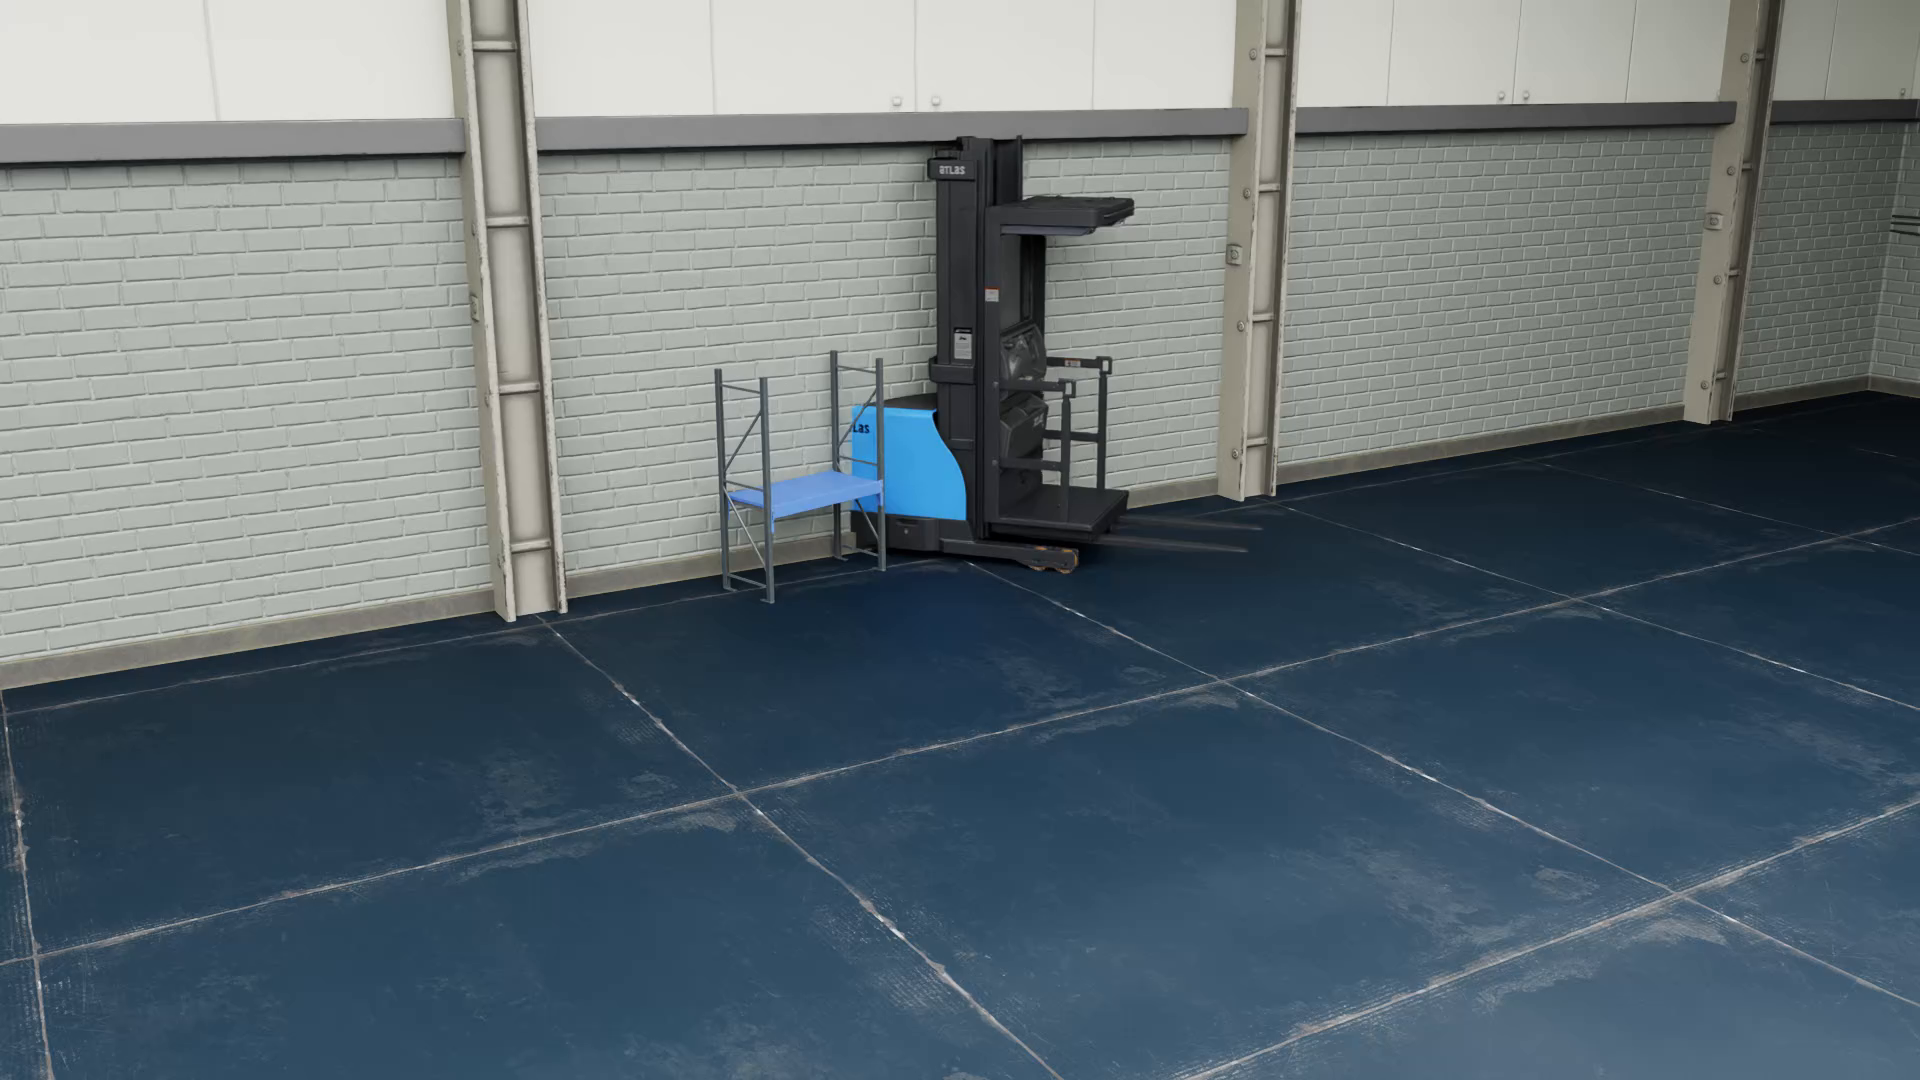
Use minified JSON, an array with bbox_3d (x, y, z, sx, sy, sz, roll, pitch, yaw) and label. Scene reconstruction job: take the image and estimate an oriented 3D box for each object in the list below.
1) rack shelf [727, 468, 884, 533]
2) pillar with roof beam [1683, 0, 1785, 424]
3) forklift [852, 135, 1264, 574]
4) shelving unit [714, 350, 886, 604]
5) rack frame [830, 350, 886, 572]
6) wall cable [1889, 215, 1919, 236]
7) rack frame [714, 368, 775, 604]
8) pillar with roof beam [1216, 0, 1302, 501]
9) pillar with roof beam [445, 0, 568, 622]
[{"bbox_3d":[-1.061,-0.277,11.286,0.538,0.185,1.000,14,21,41],"label":"rack shelf"},{"bbox_3d":[9.723,-4.547,11.960,0.400,9.000,9.100,-9,18,-30],"label":"pillar with roof beam"},{"bbox_3d":[0.637,-1.339,11.755,3.031,2.935,1.130,5,17,19],"label":"forklift"},{"bbox_3d":[-1.061,-0.450,11.237,0.538,1.500,1.048,14,21,41],"label":"shelving unit"},{"bbox_3d":[-0.711,-0.550,11.592,0.500,1.500,0.032,14,21,41],"label":"rack frame"},{"bbox_3d":[10.712,-4.152,16.302,0.112,2.526,3.097,-9,18,-30],"label":"wall cable"},{"bbox_3d":[-1.410,-0.351,10.882,0.500,1.500,0.032,14,21,41],"label":"rack frame"},{"bbox_3d":[4.580,-3.713,8.985,0.400,9.000,9.100,-9,18,-30],"label":"pillar with roof beam"},{"bbox_3d":[-0.564,-2.879,6.010,0.400,9.000,9.100,-9,18,-30],"label":"pillar with roof beam"}]
